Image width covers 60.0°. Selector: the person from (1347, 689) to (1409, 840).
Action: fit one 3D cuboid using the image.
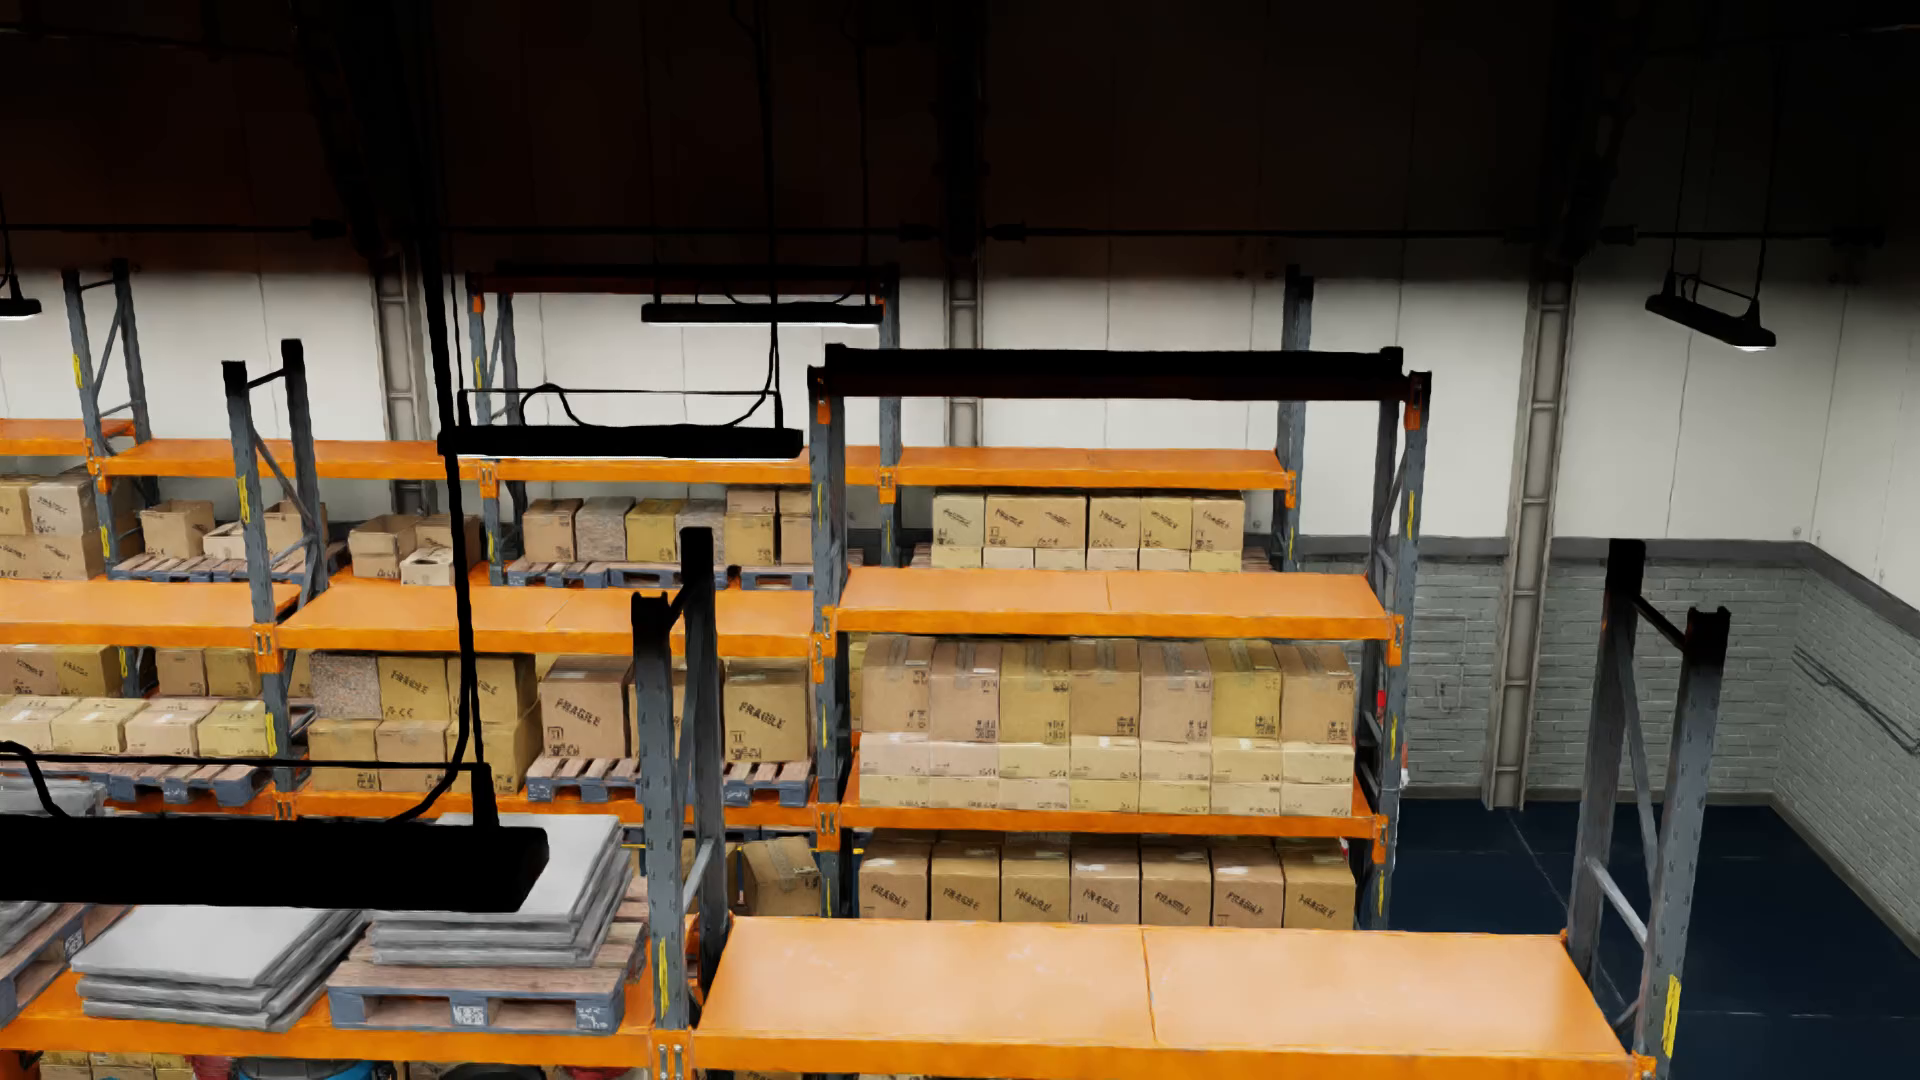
[{"bbox_3d":[4.332,2.372,17.238,0.656,1.776,0.446,12,20,36],"label":"person"}]
